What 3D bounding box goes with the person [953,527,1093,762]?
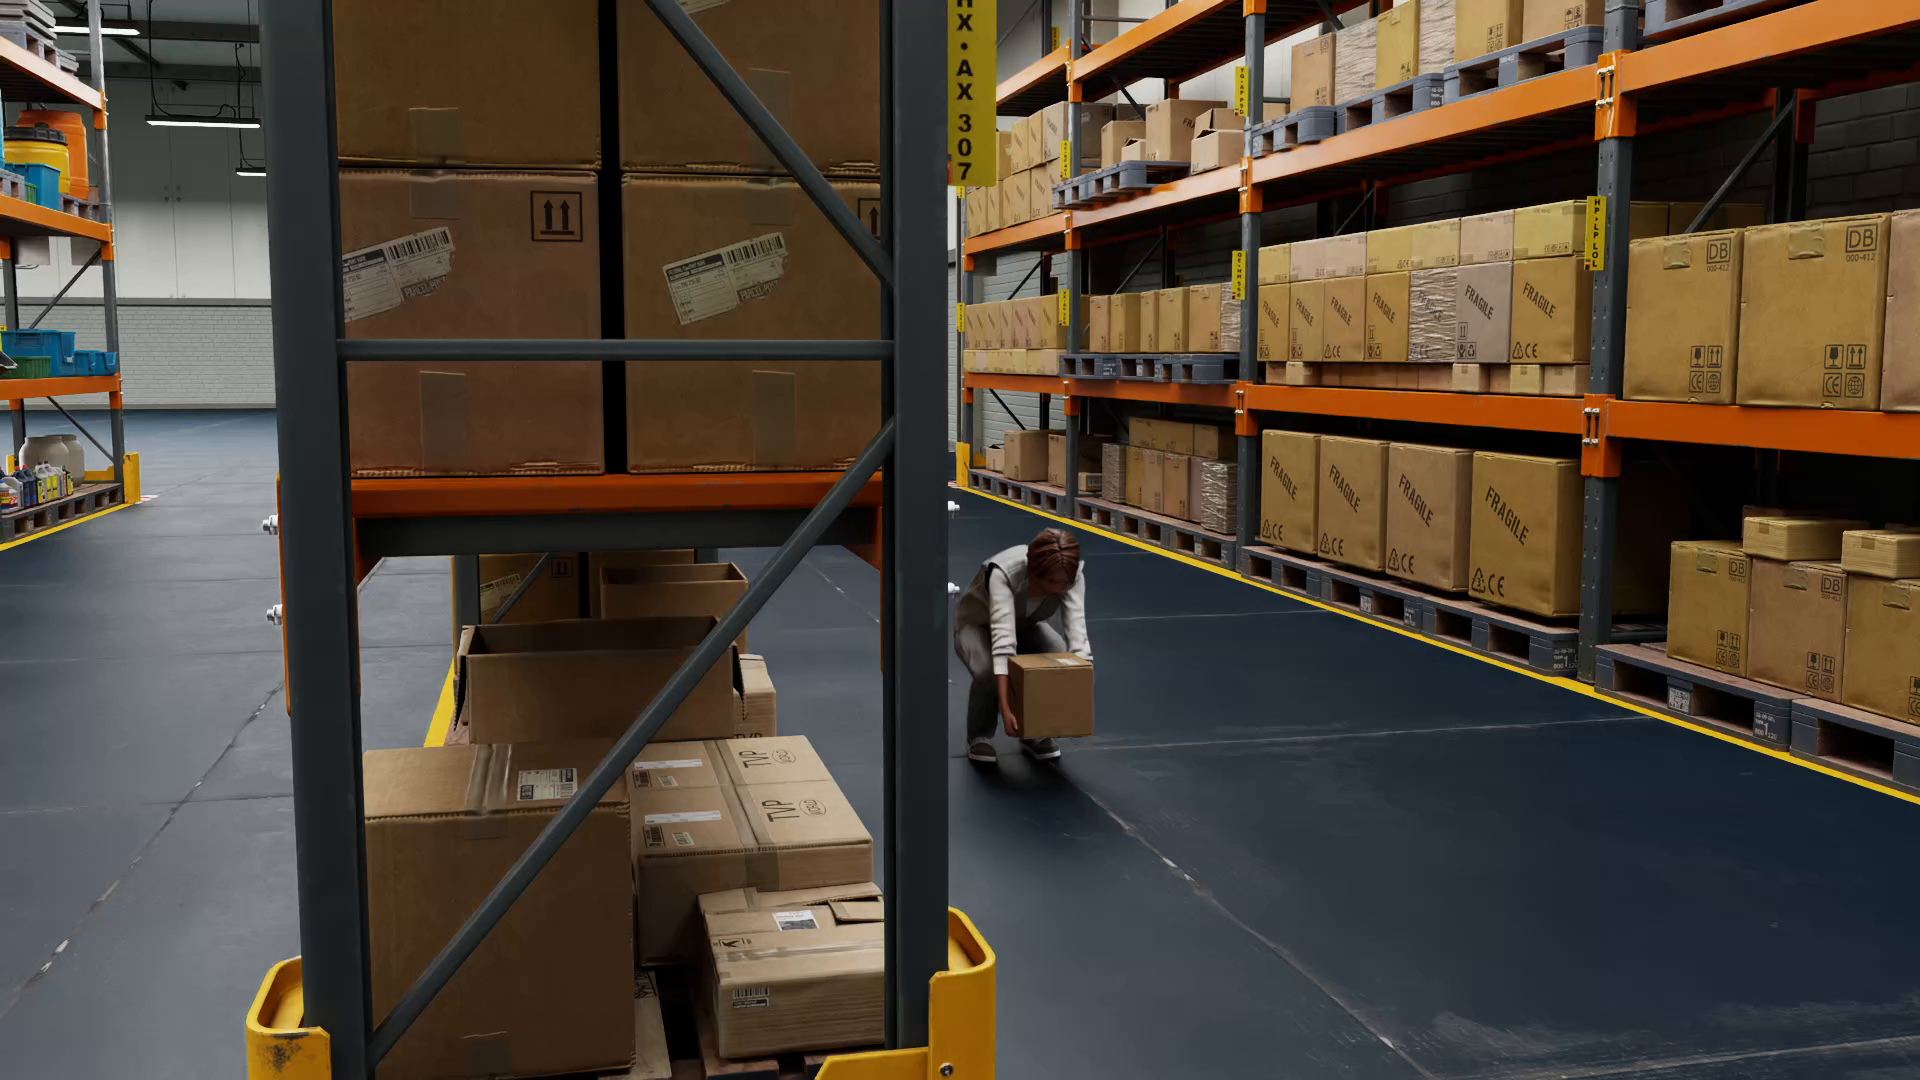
[{"bbox_3d":[0.225,0.380,6.096,0.420,0.910,0.831,-2,7,-15],"label":"person"}]
